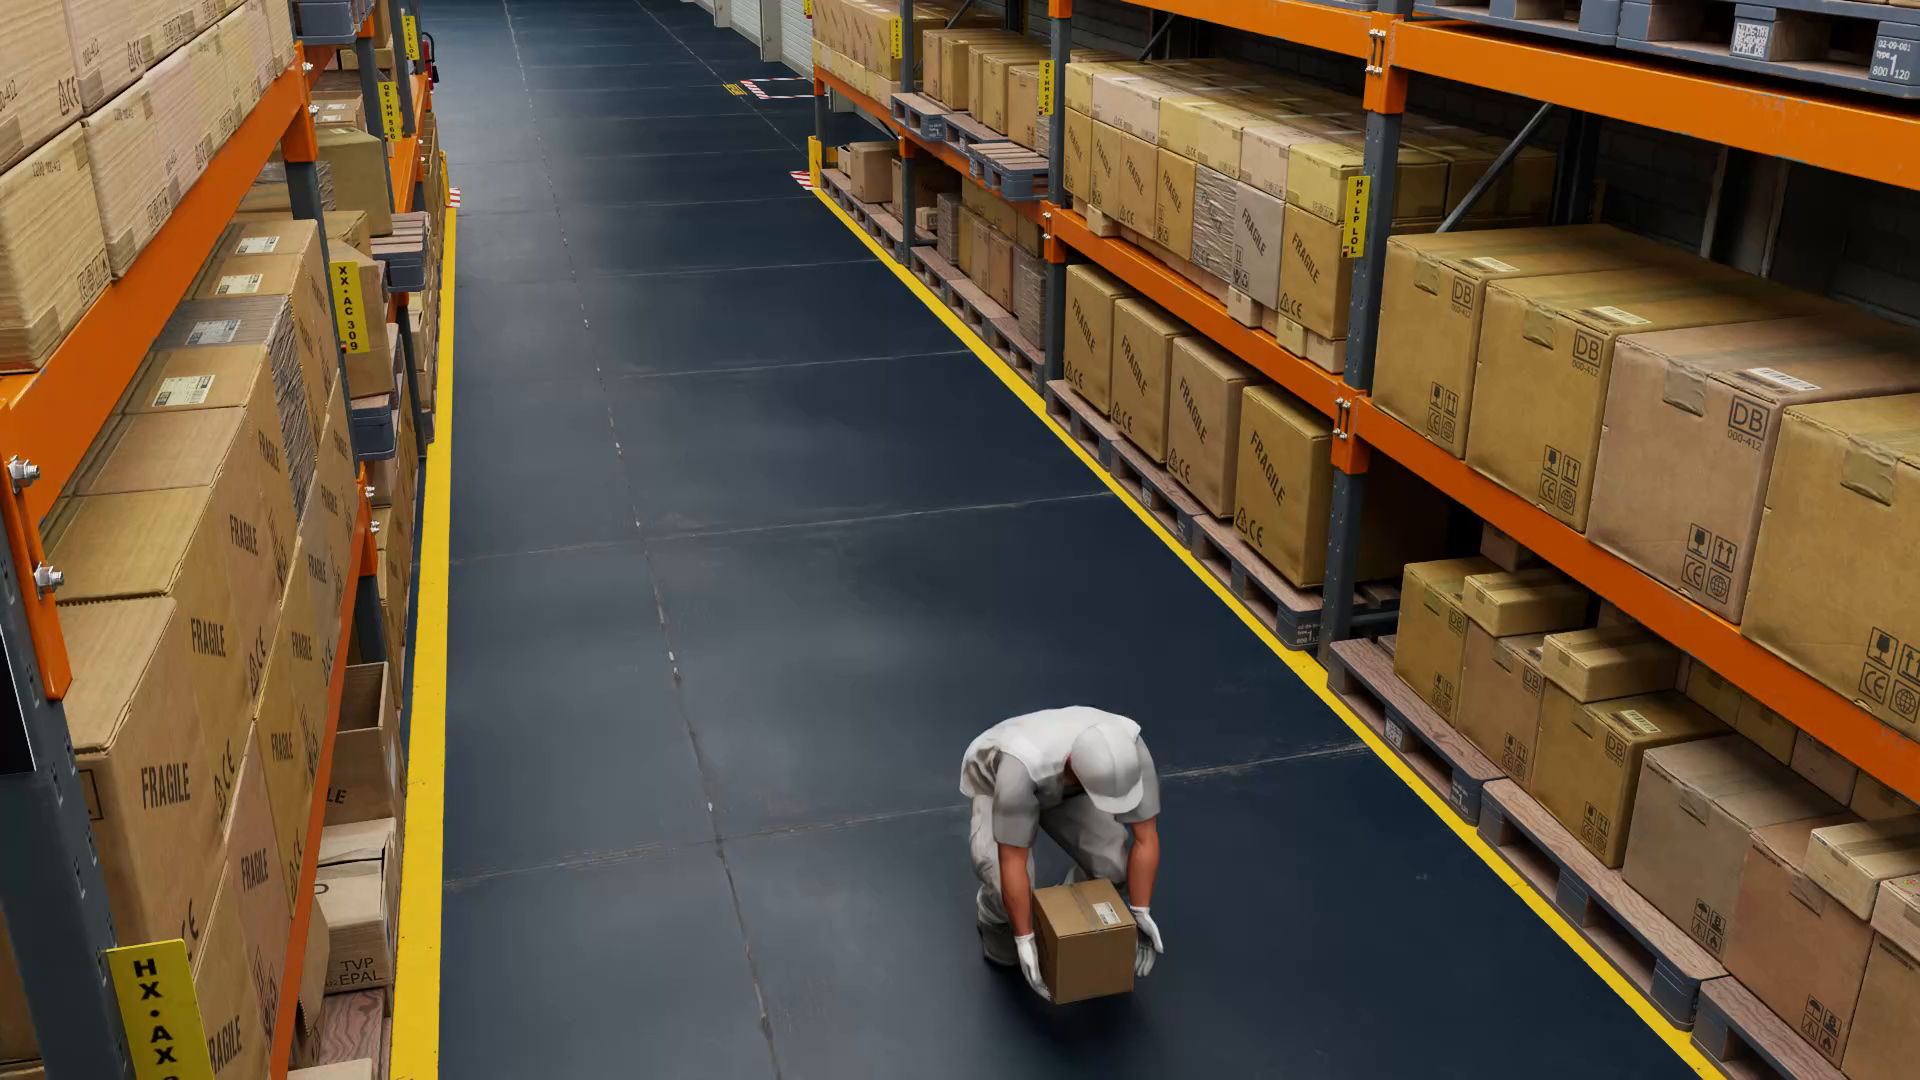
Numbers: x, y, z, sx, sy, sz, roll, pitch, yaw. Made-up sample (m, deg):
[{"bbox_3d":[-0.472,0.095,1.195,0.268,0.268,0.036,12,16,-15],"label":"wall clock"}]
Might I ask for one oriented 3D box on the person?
[{"bbox_3d":[0.319,0.916,5.351,0.573,1.040,0.871,-6,24,-15],"label":"person"}]
